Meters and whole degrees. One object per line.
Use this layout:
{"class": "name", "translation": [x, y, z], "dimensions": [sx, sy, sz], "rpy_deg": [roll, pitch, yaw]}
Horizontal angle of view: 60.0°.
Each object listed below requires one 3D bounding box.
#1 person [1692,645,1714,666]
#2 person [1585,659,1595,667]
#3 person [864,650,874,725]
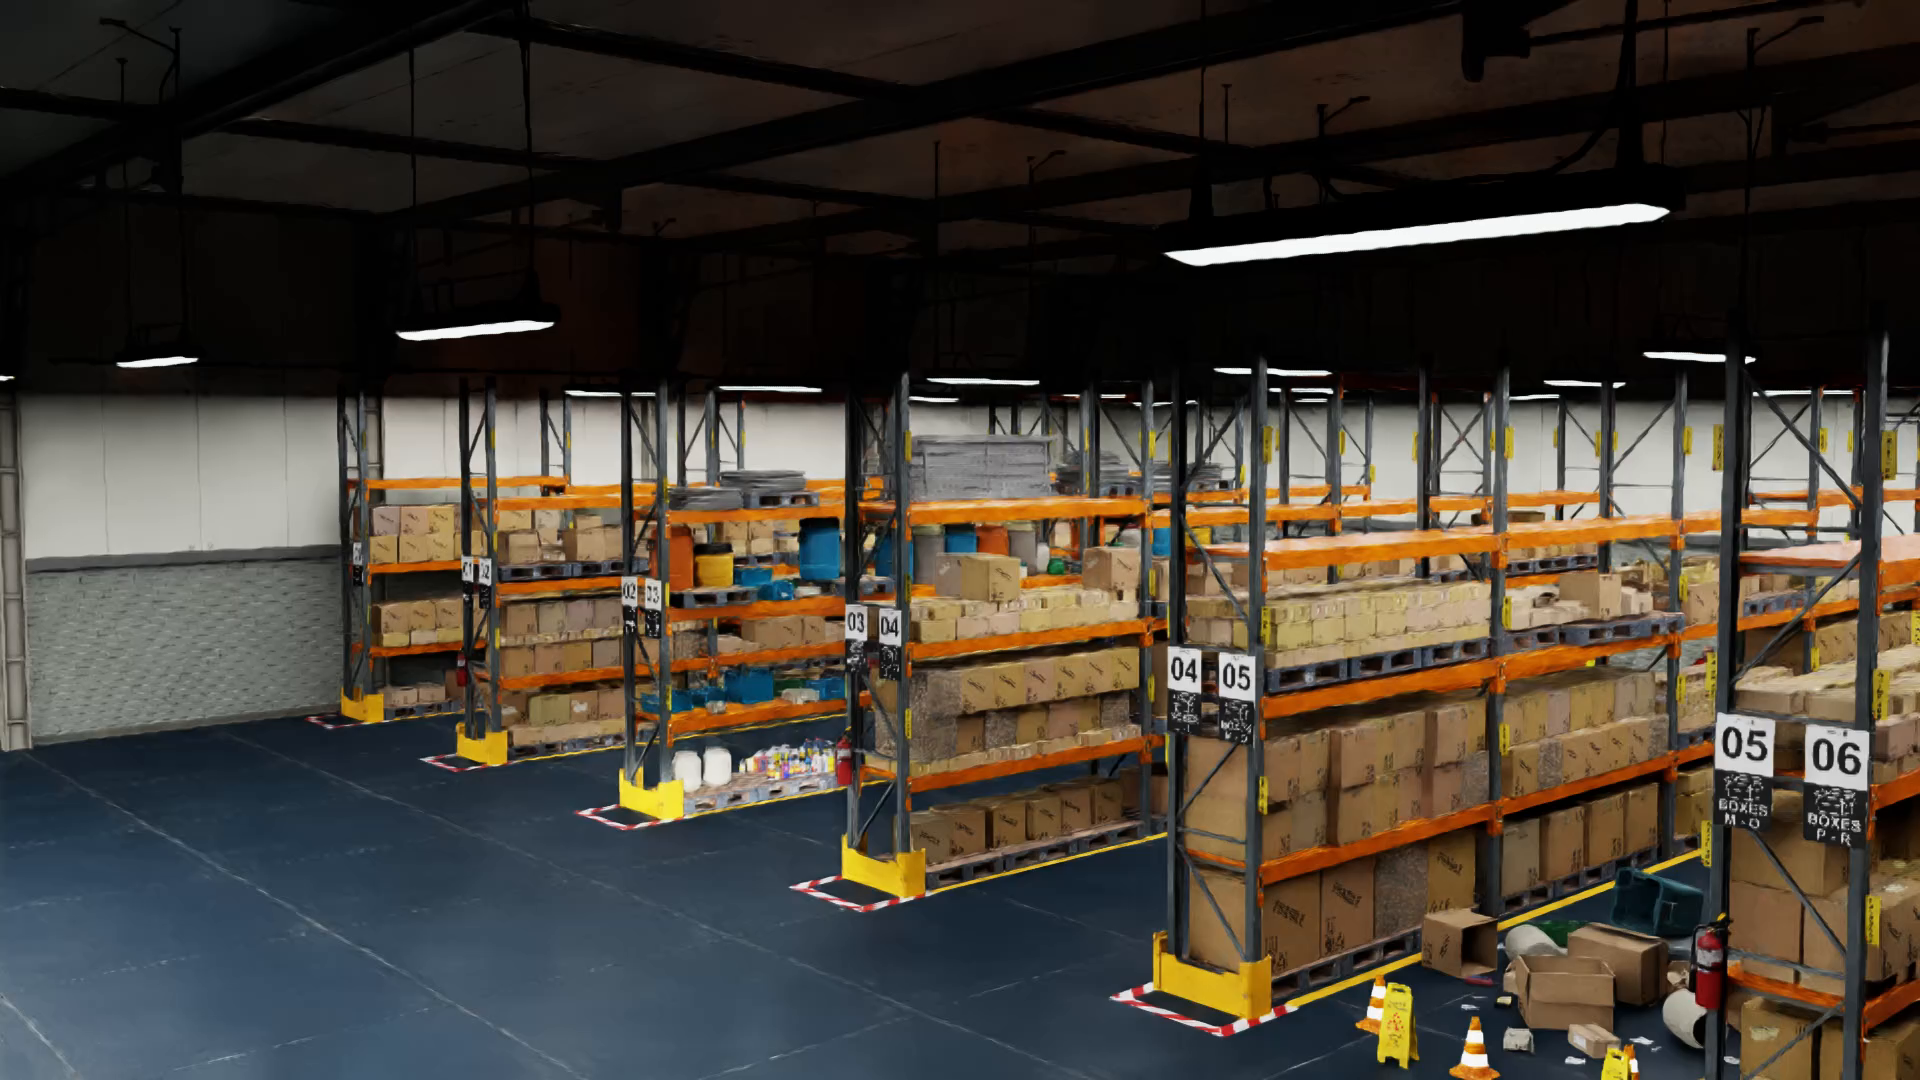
{"class": "person", "translation": [12.314, 2.540, 27.315], "dimensions": [0.529, 1.676, 0.682], "rpy_deg": [-4, 5, -43]}
{"class": "person", "translation": [9.646, 2.657, 25.280], "dimensions": [0.578, 1.714, 0.719], "rpy_deg": [-4, 5, -44]}
{"class": "person", "translation": [-1.450, 2.574, 27.592], "dimensions": [0.961, 1.533, 0.408], "rpy_deg": [-2, 4, -33]}
